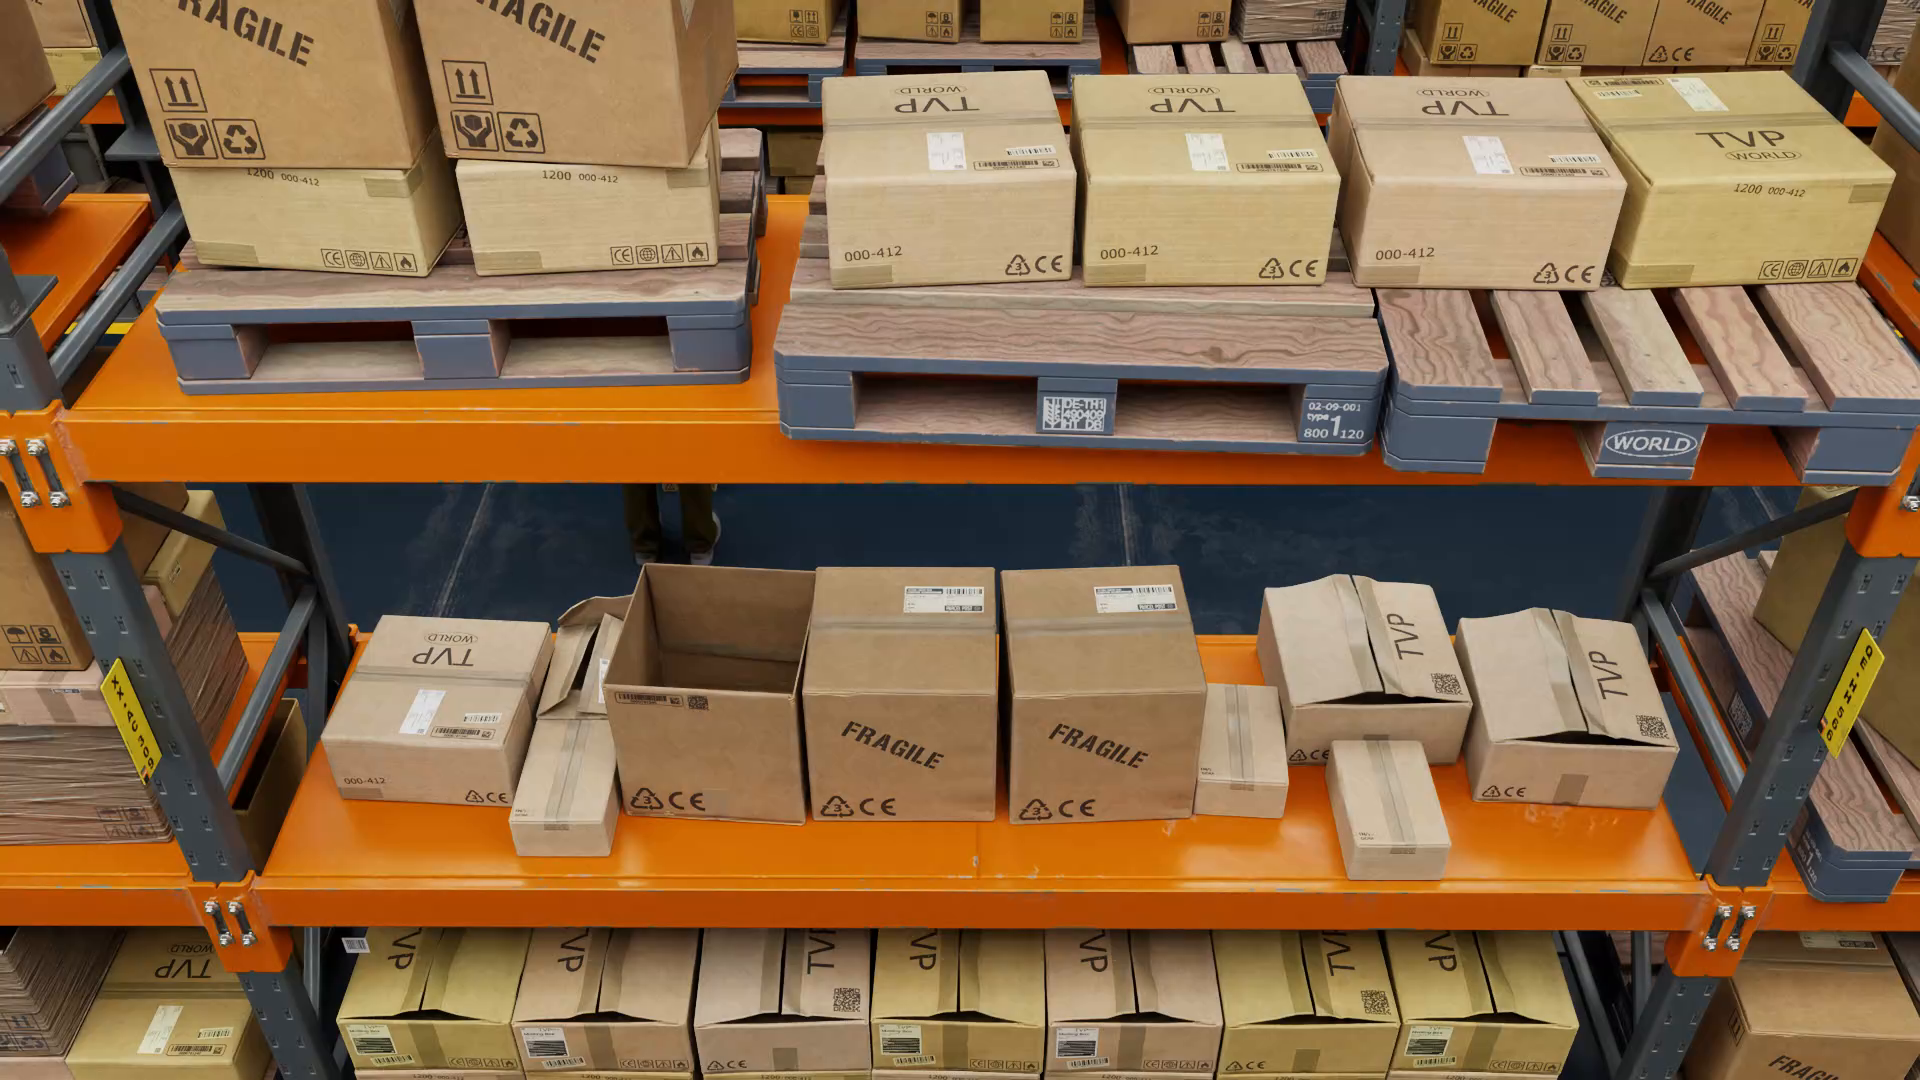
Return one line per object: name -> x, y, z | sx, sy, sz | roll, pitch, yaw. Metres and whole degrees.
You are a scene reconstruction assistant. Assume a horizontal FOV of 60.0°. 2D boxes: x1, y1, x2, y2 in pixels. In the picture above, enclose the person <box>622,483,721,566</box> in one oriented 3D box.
person -> -1.313, -0.669, 7.004 | 0.564, 1.773, 0.378 | 1, 39, 1
